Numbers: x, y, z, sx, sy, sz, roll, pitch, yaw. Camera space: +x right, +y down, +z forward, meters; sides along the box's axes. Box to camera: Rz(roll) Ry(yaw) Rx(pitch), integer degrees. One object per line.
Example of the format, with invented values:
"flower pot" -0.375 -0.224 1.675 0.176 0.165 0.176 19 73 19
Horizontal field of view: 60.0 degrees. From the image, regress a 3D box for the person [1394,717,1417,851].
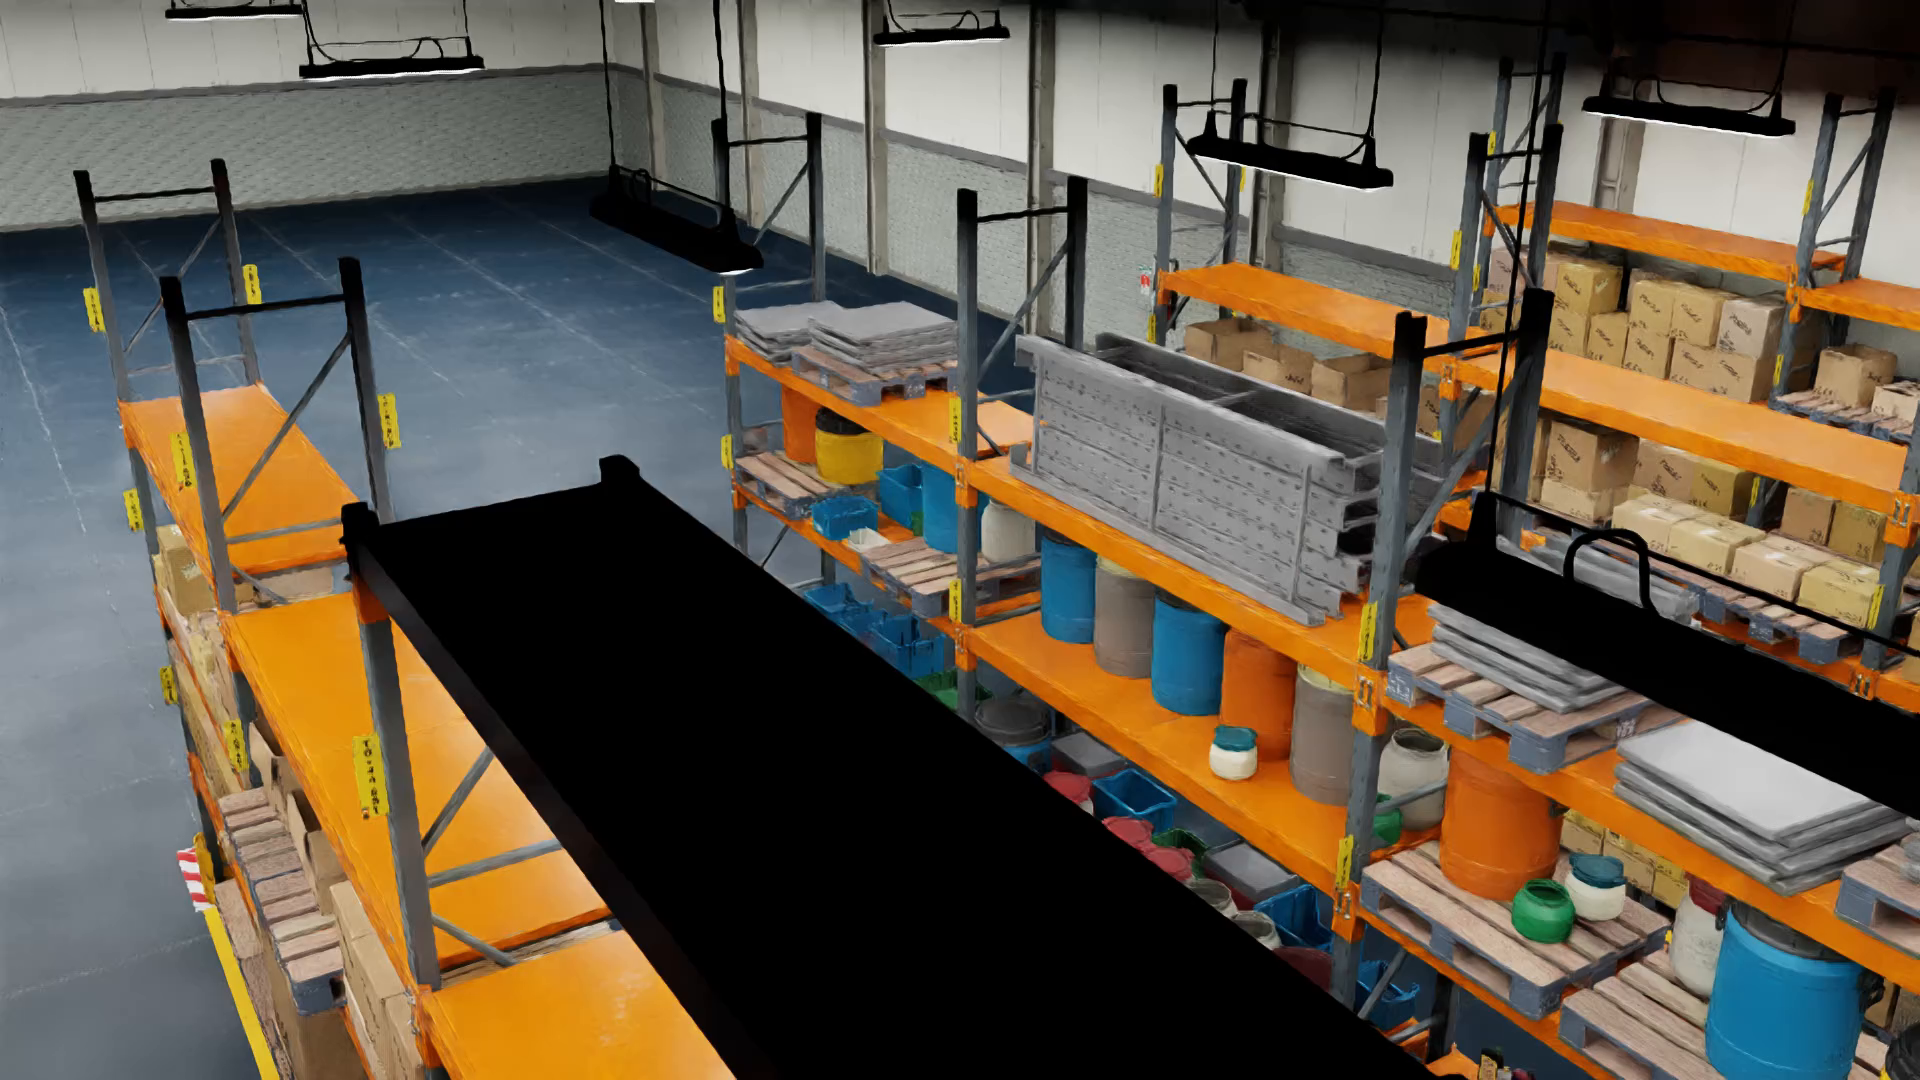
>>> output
"person" 3.569 2.184 13.710 0.444 1.570 0.970 -18 28 -37
